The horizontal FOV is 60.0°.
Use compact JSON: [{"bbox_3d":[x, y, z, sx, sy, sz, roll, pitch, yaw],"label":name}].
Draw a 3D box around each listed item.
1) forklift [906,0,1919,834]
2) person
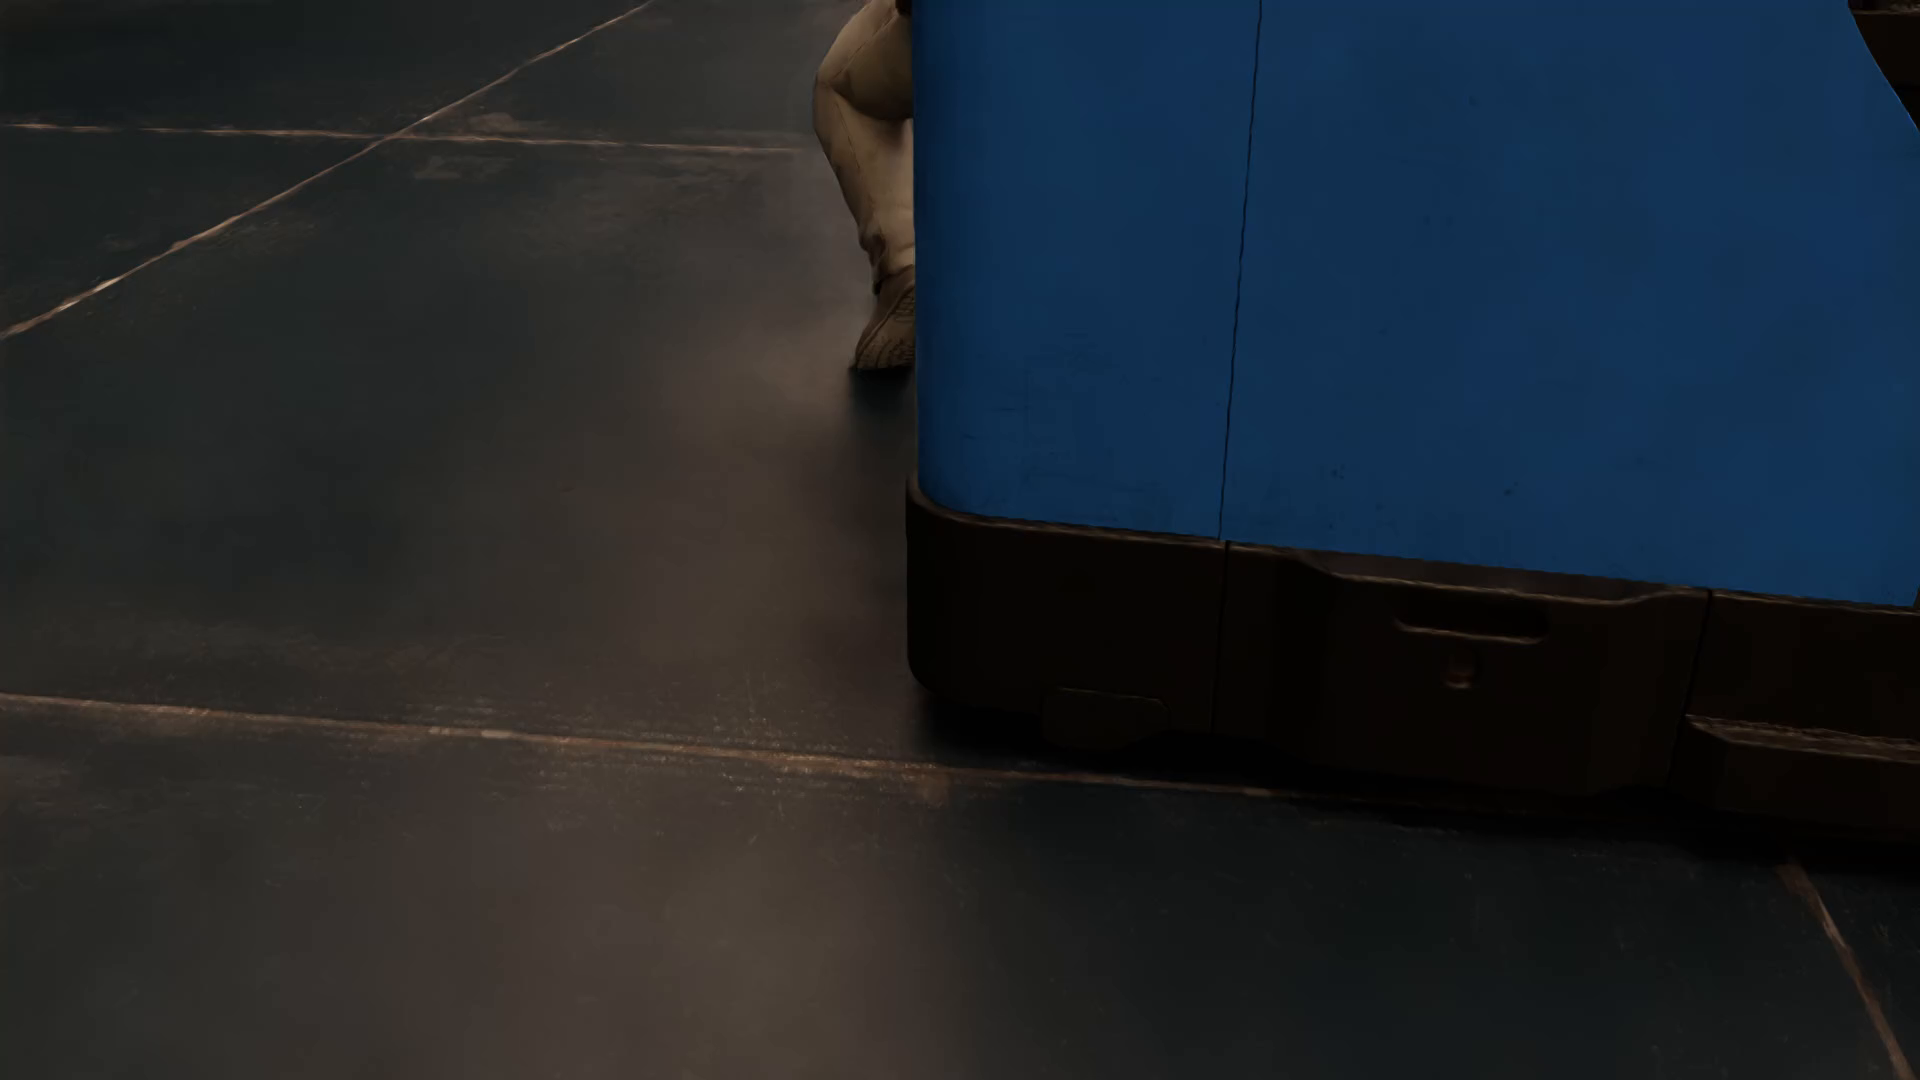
[{"bbox_3d":[1.509,-1.143,1.507,3.031,2.935,1.130,6,27,11],"label":"forklift"},{"bbox_3d":[-0.095,-0.958,2.712,1.012,1.576,0.777,-4,27,-7],"label":"person"}]
